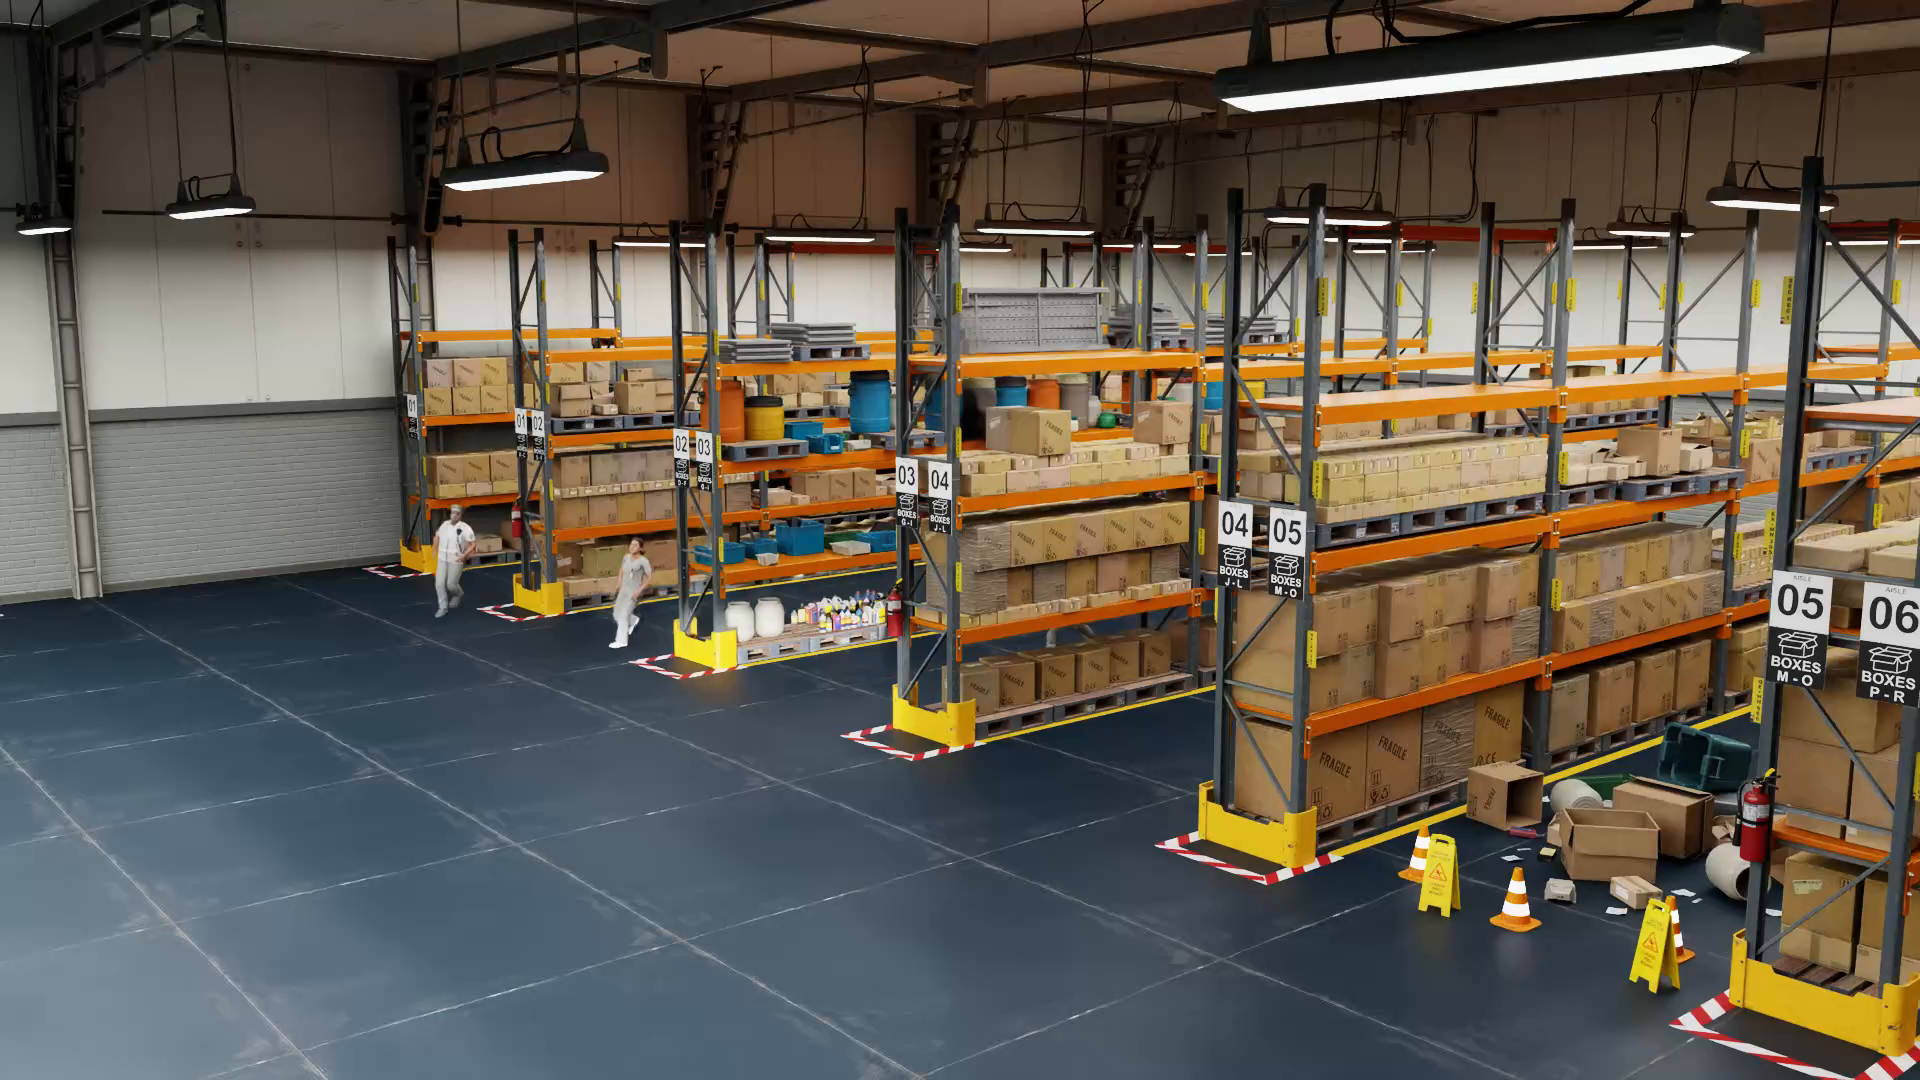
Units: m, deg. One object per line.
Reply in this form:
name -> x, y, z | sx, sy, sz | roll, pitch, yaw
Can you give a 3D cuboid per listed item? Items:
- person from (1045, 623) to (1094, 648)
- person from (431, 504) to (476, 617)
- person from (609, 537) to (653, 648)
person -> 1.457, 0.751, 23.067 | 0.968, 1.747, 0.710 | -8, 12, -44
person -> -7.989, 0.313, 26.161 | 0.716, 1.751, 0.657 | 1, 9, 8
person -> -4.657, 0.746, 23.686 | 0.594, 1.595, 0.501 | 4, 10, 27
